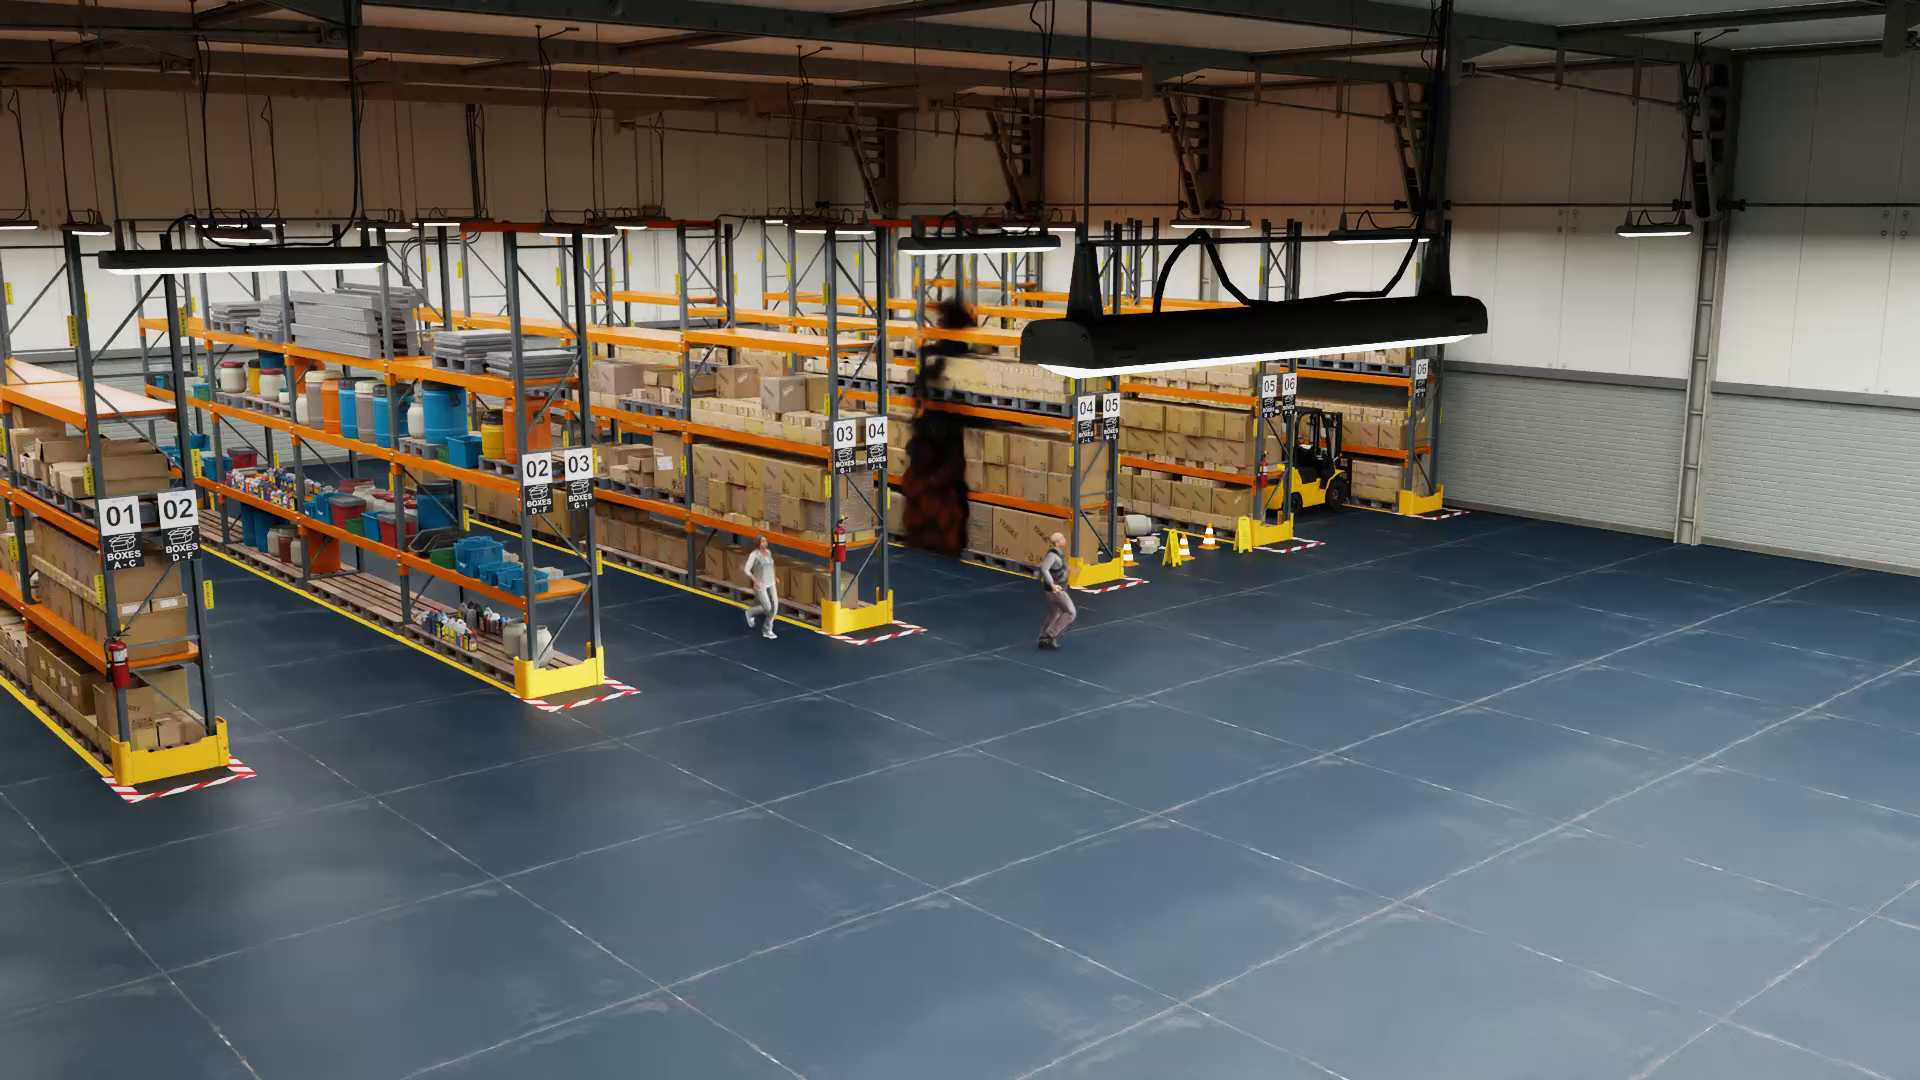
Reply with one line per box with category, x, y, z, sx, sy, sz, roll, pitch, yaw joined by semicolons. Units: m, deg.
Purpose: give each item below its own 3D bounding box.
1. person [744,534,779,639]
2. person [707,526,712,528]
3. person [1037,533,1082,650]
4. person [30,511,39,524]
person;-2.922;0.676;24.607;0.555;1.542;0.524;10;15;41
person;-4.482;-1.002;31.240;0.825;1.660;0.577;11;16;43
person;1.433;0.726;23.955;0.645;1.694;0.639;0;11;-1
person;-16.938;-0.622;30.516;0.654;1.761;0.826;-11;16;-43
